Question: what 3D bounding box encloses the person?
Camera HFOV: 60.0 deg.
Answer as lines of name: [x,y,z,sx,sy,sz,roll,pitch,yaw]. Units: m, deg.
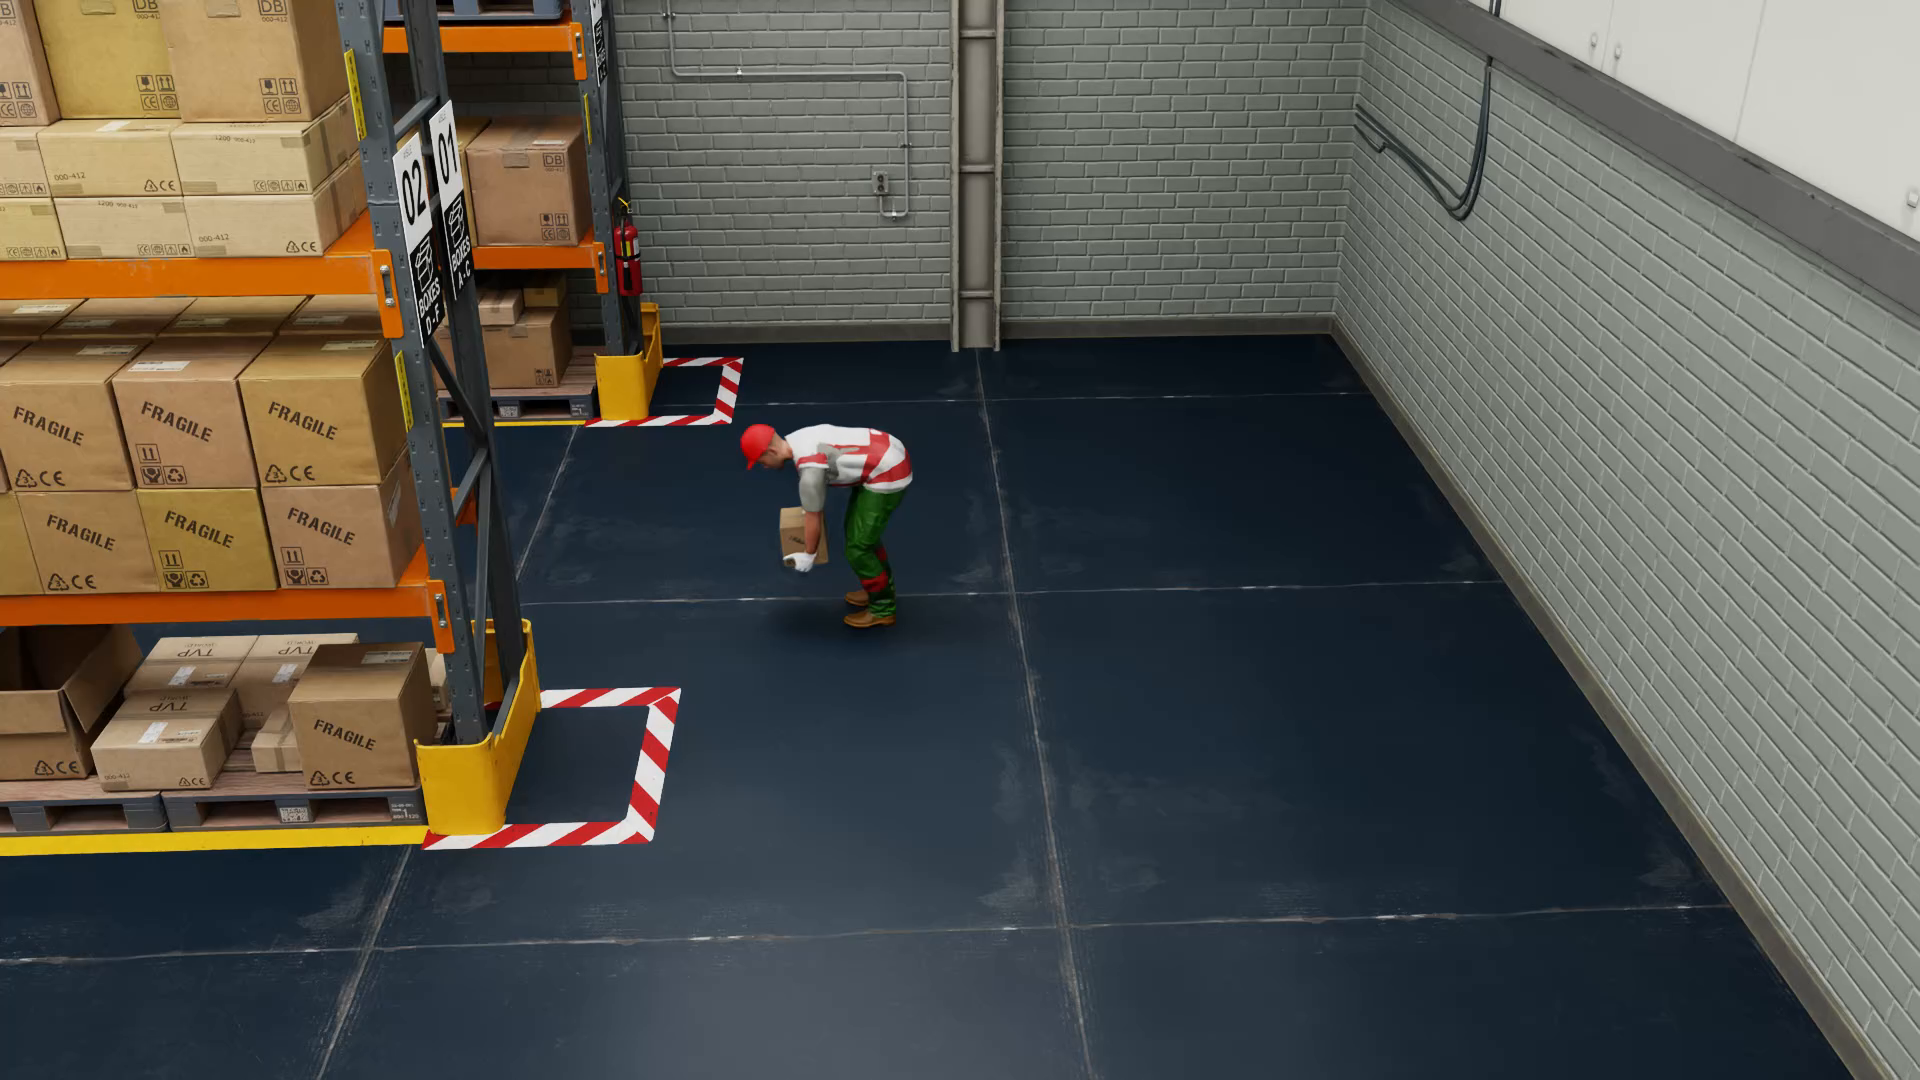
person: [-0.739,-0.135,9.407,0.949,1.159,0.493,-2,27,-4]
